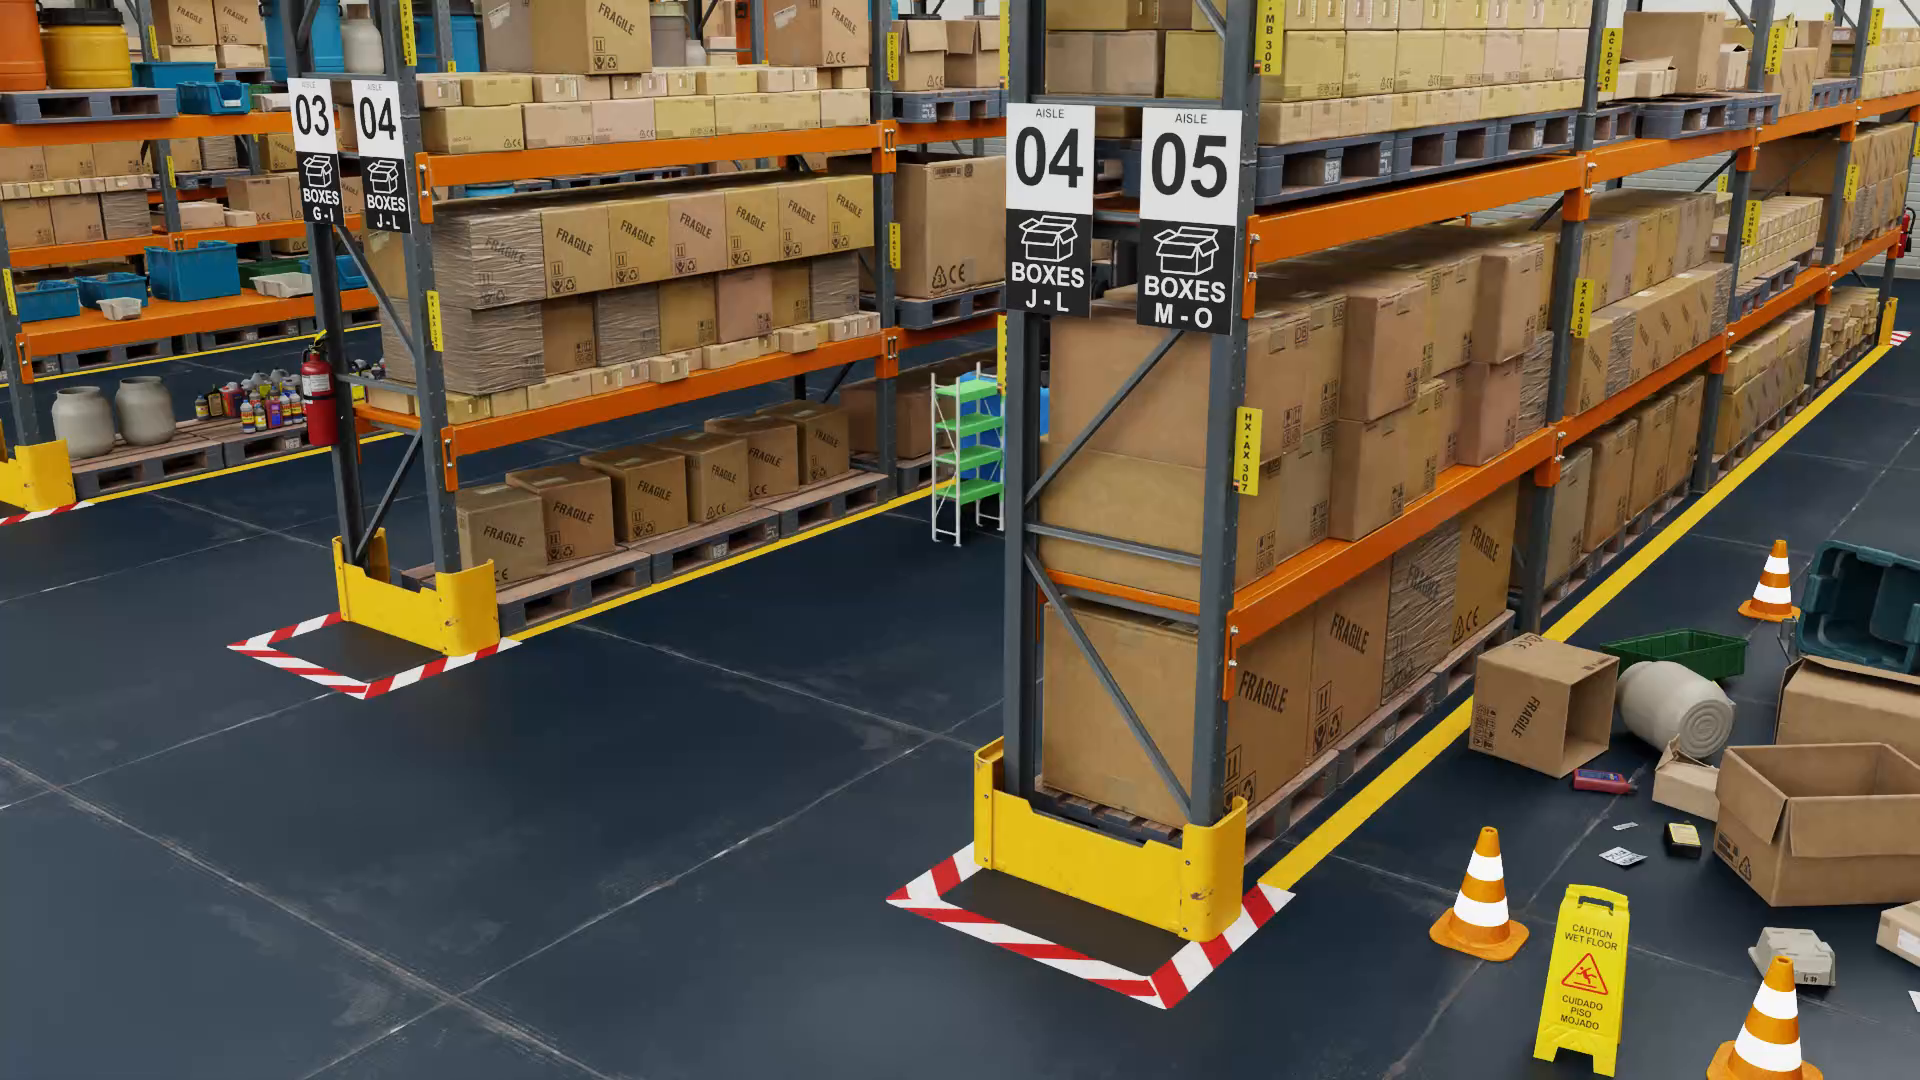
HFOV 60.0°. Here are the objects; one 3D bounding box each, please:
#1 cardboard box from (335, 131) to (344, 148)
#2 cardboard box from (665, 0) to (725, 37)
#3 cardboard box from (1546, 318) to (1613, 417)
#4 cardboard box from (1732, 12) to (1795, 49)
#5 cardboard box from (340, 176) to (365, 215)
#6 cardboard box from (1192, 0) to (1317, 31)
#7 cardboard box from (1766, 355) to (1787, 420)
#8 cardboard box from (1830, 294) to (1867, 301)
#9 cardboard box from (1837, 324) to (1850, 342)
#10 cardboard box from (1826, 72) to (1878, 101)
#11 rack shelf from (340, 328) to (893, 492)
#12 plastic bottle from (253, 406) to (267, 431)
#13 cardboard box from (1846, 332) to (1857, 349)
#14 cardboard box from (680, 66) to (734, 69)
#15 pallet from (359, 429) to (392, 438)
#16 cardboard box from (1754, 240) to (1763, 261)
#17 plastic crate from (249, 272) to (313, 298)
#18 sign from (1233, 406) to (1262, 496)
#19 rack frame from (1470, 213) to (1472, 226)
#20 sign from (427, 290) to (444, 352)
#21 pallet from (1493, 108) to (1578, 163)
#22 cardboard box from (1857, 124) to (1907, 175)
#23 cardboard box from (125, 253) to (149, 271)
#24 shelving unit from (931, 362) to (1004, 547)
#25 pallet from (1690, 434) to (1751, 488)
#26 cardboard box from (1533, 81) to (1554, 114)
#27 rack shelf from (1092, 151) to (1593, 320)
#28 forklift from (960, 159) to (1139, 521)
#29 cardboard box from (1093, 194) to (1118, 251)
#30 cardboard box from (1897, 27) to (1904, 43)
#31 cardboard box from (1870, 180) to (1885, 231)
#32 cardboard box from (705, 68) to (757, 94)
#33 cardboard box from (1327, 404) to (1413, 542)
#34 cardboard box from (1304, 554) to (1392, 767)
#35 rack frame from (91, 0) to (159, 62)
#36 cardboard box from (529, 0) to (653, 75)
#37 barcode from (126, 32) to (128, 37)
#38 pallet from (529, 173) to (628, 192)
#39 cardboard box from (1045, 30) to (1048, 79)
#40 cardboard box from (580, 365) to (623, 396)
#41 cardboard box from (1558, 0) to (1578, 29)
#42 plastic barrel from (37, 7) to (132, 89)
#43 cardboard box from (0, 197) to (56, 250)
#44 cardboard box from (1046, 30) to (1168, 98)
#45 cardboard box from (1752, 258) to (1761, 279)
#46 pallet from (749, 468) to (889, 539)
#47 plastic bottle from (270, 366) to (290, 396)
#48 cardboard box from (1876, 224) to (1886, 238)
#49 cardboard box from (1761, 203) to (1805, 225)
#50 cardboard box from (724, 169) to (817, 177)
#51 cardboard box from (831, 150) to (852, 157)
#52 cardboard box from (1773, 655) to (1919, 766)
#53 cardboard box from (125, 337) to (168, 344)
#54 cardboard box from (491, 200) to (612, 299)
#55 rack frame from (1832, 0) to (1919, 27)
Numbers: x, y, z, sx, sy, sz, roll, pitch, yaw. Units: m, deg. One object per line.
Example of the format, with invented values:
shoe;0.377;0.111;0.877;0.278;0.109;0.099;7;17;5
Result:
cardboard box;-9.359;-5.920;25.045;0.500;0.500;0.500;12;21;34
cardboard box;-3.847;-7.567;24.142;0.700;0.500;0.500;12;21;35
cardboard box;3.534;-1.055;9.915;0.500;0.500;0.500;13;21;35
cardboard box;6.157;-3.899;12.723;0.396;0.266;0.258;12;21;35
cardboard box;-7.476;-4.180;19.976;0.500;0.500;0.500;11;20;32
cardboard box;1.076;-1.942;6.084;0.380;0.149;0.250;13;21;35
cardboard box;6.917;-1.378;14.629;0.500;0.500;0.500;12;21;34
cardboard box;9.589;-2.556;18.012;0.380;0.149;0.250;11;21;33
cardboard box;8.986;-2.161;17.241;0.380;0.149;0.250;12;21;34
cardboard box;8.259;-4.260;15.598;0.500;0.250;0.500;14;22;37
rack shelf;-2.110;-1.010;11.152;1.077;0.370;4.000;12;21;35
plastic bottle;-5.888;-1.028;13.972;0.097;0.201;0.097;0;17;0
cardboard box;9.293;-2.143;17.687;0.380;0.149;0.250;13;21;36
cardboard box;-1.754;-3.156;11.372;0.380;0.149;0.250;13;22;36
pallet;-5.330;-1.221;15.320;1.003;0.211;1.213;12;21;35
cardboard box;6.303;-2.374;13.544;0.380;0.149;0.250;13;21;35
plastic crate;-5.661;-2.148;14.047;0.530;0.136;0.437;12;21;35
sign;1.063;-0.329;6.151;0.100;0.325;0.005;12;21;35
rack frame;6.231;-4.688;21.783;1.000;3.000;0.127;12;21;35
sign;-2.866;-1.195;9.075;0.100;0.325;0.005;12;21;35
pallet;2.509;-2.127;8.626;1.003;0.211;1.213;12;21;35
cardboard box;9.780;-4.181;17.795;0.500;0.500;0.500;12;21;33
cardboard box;-11.530;-4.019;23.101;0.700;0.500;0.500;12;21;34
shelving unit;0.057;-0.603;11.664;0.258;1.200;0.503;14;22;38
pallet;5.855;-0.737;13.760;1.003;0.211;1.213;12;21;35
cardboard box;2.741;-2.225;8.341;0.380;0.149;0.250;13;21;35
rack shelf;1.813;-1.542;7.807;1.077;0.370;4.000;12;21;35
forklift;1.341;-1.800;12.597;1.130;2.935;3.031;15;23;40
cardboard box;1.175;-2.896;15.133;0.500;0.500;0.500;10;20;28
cardboard box;9.258;-5.084;16.738;0.380;0.149;0.250;12;21;33
cardboard box;9.183;-3.464;17.170;0.500;0.500;0.500;14;22;37
cardboard box;-1.550;-3.012;10.907;0.380;0.149;0.250;13;22;37
cardboard box;1.551;-0.391;7.692;0.875;0.550;0.550;12;21;35
cardboard box;1.495;0.454;8.098;0.875;0.875;0.875;12;21;34
rack frame;-8.872;-6.447;17.330;1.000;3.000;0.127;12;21;35
cardboard box;-2.201;-3.044;9.919;0.500;0.500;0.500;12;21;34
barcode;-11.541;-6.994;23.004;0.001;0.075;0.075;12;21;35
pallet;-5.334;-4.907;22.810;1.003;0.211;1.213;12;21;35
cardboard box;0.777;-4.105;13.835;0.500;0.500;0.500;13;21;36
cardboard box;-2.328;-1.018;10.387;0.380;0.149;0.250;12;21;35
cardboard box;2.892;-2.668;8.421;0.380;0.149;0.250;12;21;34
plastic barrel;-6.703;-3.770;12.742;0.600;0.588;0.600;0;17;0
cardboard box;-9.743;-3.277;17.070;0.700;0.500;0.500;13;21;35
cardboard box;0.688;-1.894;6.602;0.500;0.250;0.500;13;21;35
cardboard box;6.296;-2.227;13.572;0.380;0.149;0.250;14;22;37
pallet;-1.291;-0.332;12.458;1.003;0.211;1.213;12;21;35
plastic bottle;-6.076;-1.385;14.872;0.144;0.351;0.185;12;21;34
cardboard box;9.738;-3.360;17.930;0.380;0.149;0.250;13;22;36
cardboard box;7.218;-2.882;14.678;0.380;0.149;0.250;12;21;35
cardboard box;-1.391;-2.435;12.172;0.500;0.500;0.500;12;21;35
cardboard box;-2.077;-6.209;26.510;0.500;0.500;0.500;13;21;35
cardboard box;4.221;0.911;7.732;0.797;0.637;0.503;12;21;35
cardboard box;-8.973;-2.320;18.085;0.500;0.250;0.500;12;21;35
cardboard box;-2.452;-1.745;9.951;0.500;0.500;0.500;12;21;35
rack frame;10.154;-6.653;17.994;1.000;3.000;0.127;12;21;35
